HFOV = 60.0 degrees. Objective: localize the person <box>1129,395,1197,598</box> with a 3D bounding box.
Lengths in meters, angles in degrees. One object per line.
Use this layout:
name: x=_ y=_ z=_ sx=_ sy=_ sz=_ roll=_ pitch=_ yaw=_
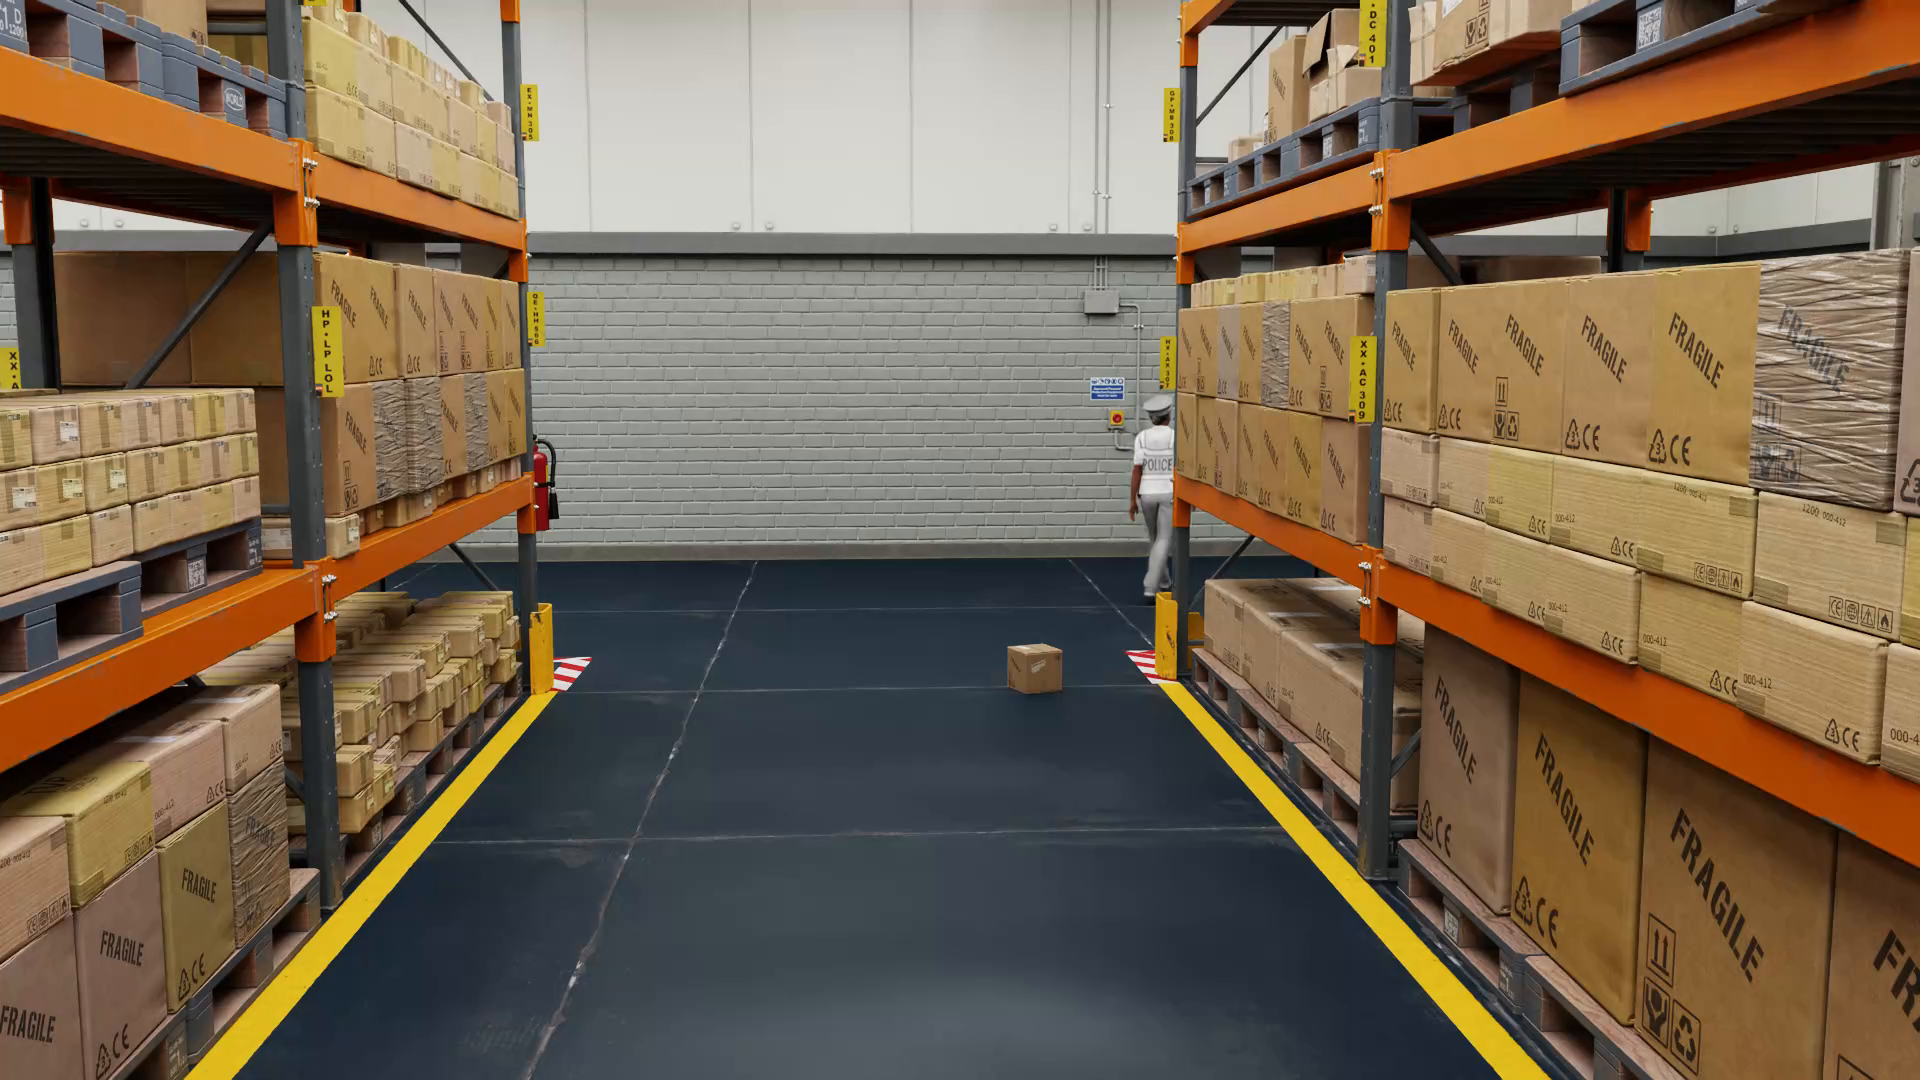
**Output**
person: x=1.675 y=-0.371 z=13.589 sx=0.477 sy=1.630 sz=0.980 roll=3 pitch=8 yaw=25
